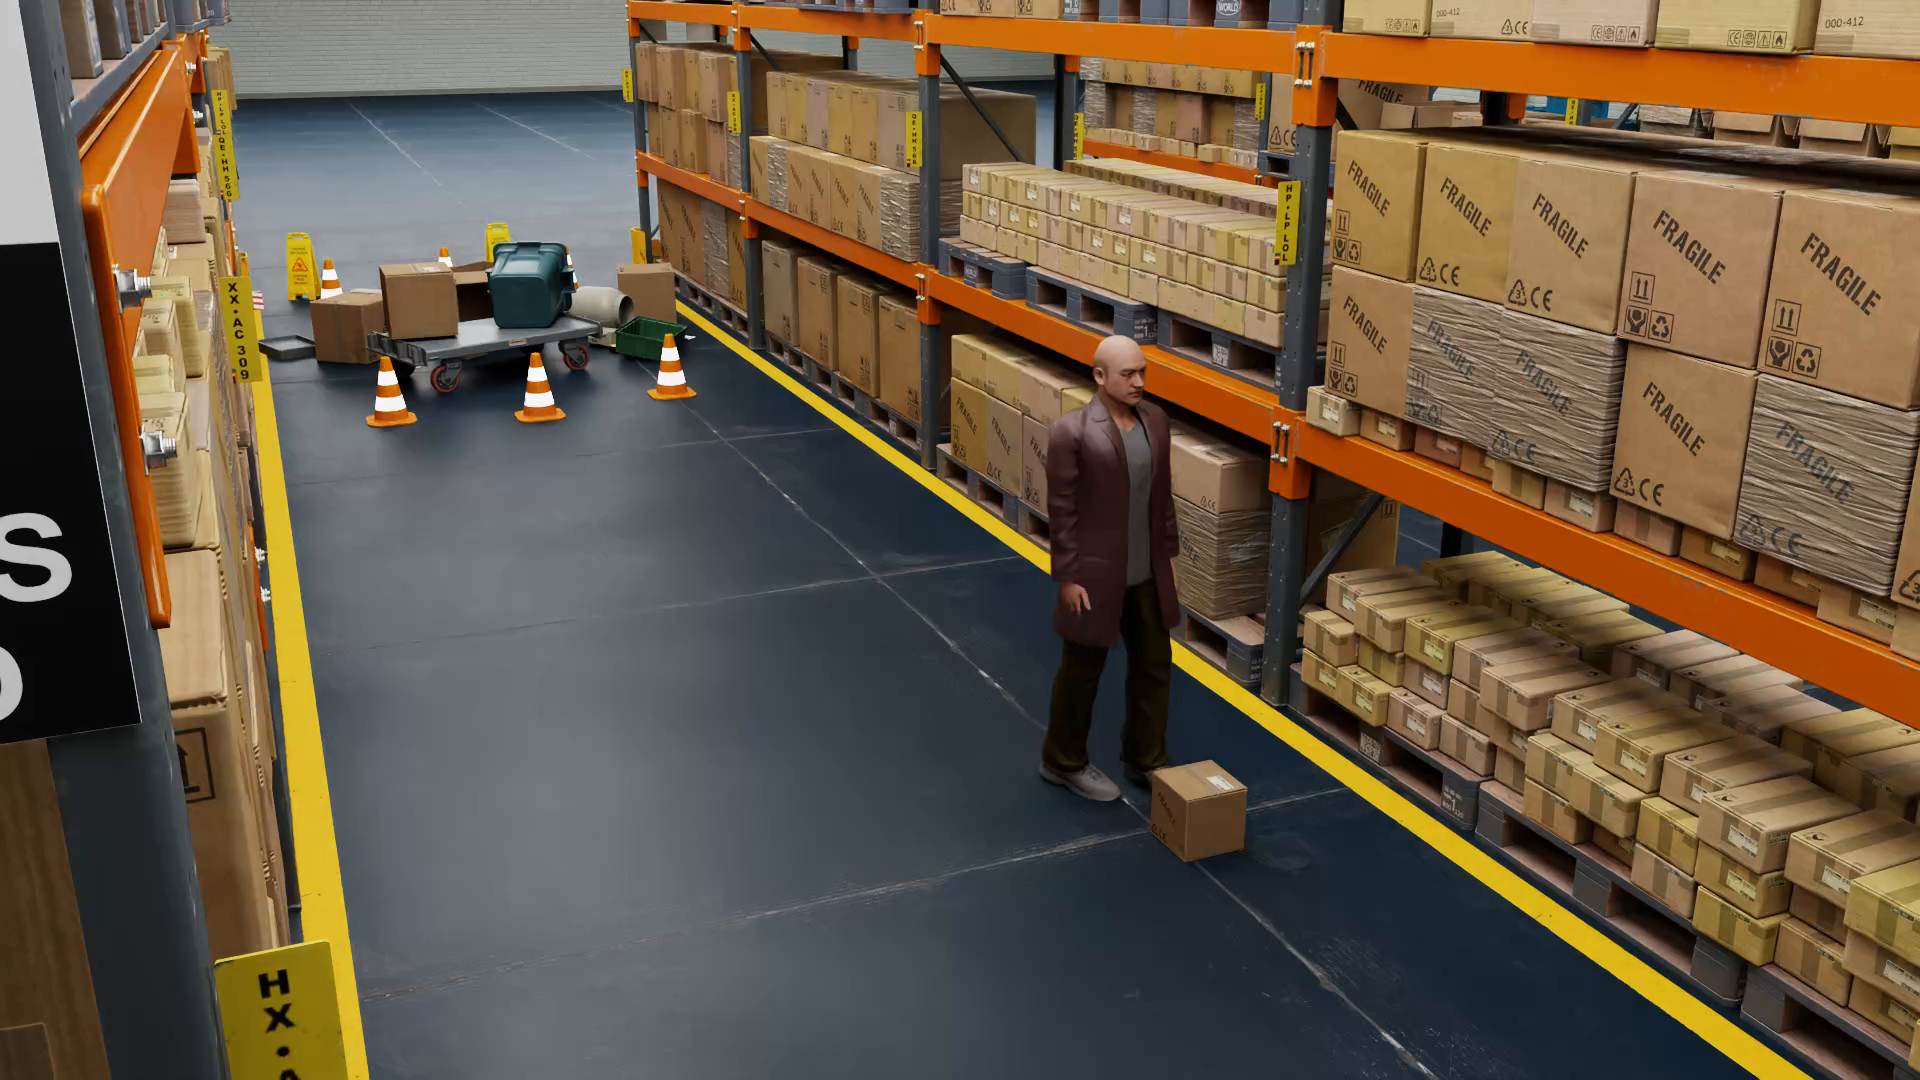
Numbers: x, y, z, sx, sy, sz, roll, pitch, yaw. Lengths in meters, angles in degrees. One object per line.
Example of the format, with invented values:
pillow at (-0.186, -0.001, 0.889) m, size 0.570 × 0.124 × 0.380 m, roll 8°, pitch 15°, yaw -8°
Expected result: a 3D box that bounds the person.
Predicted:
person at (0.619, 0.132, 6.211) m, size 0.582 × 1.793 × 0.533 m, roll -11°, pitch 22°, yaw -30°
